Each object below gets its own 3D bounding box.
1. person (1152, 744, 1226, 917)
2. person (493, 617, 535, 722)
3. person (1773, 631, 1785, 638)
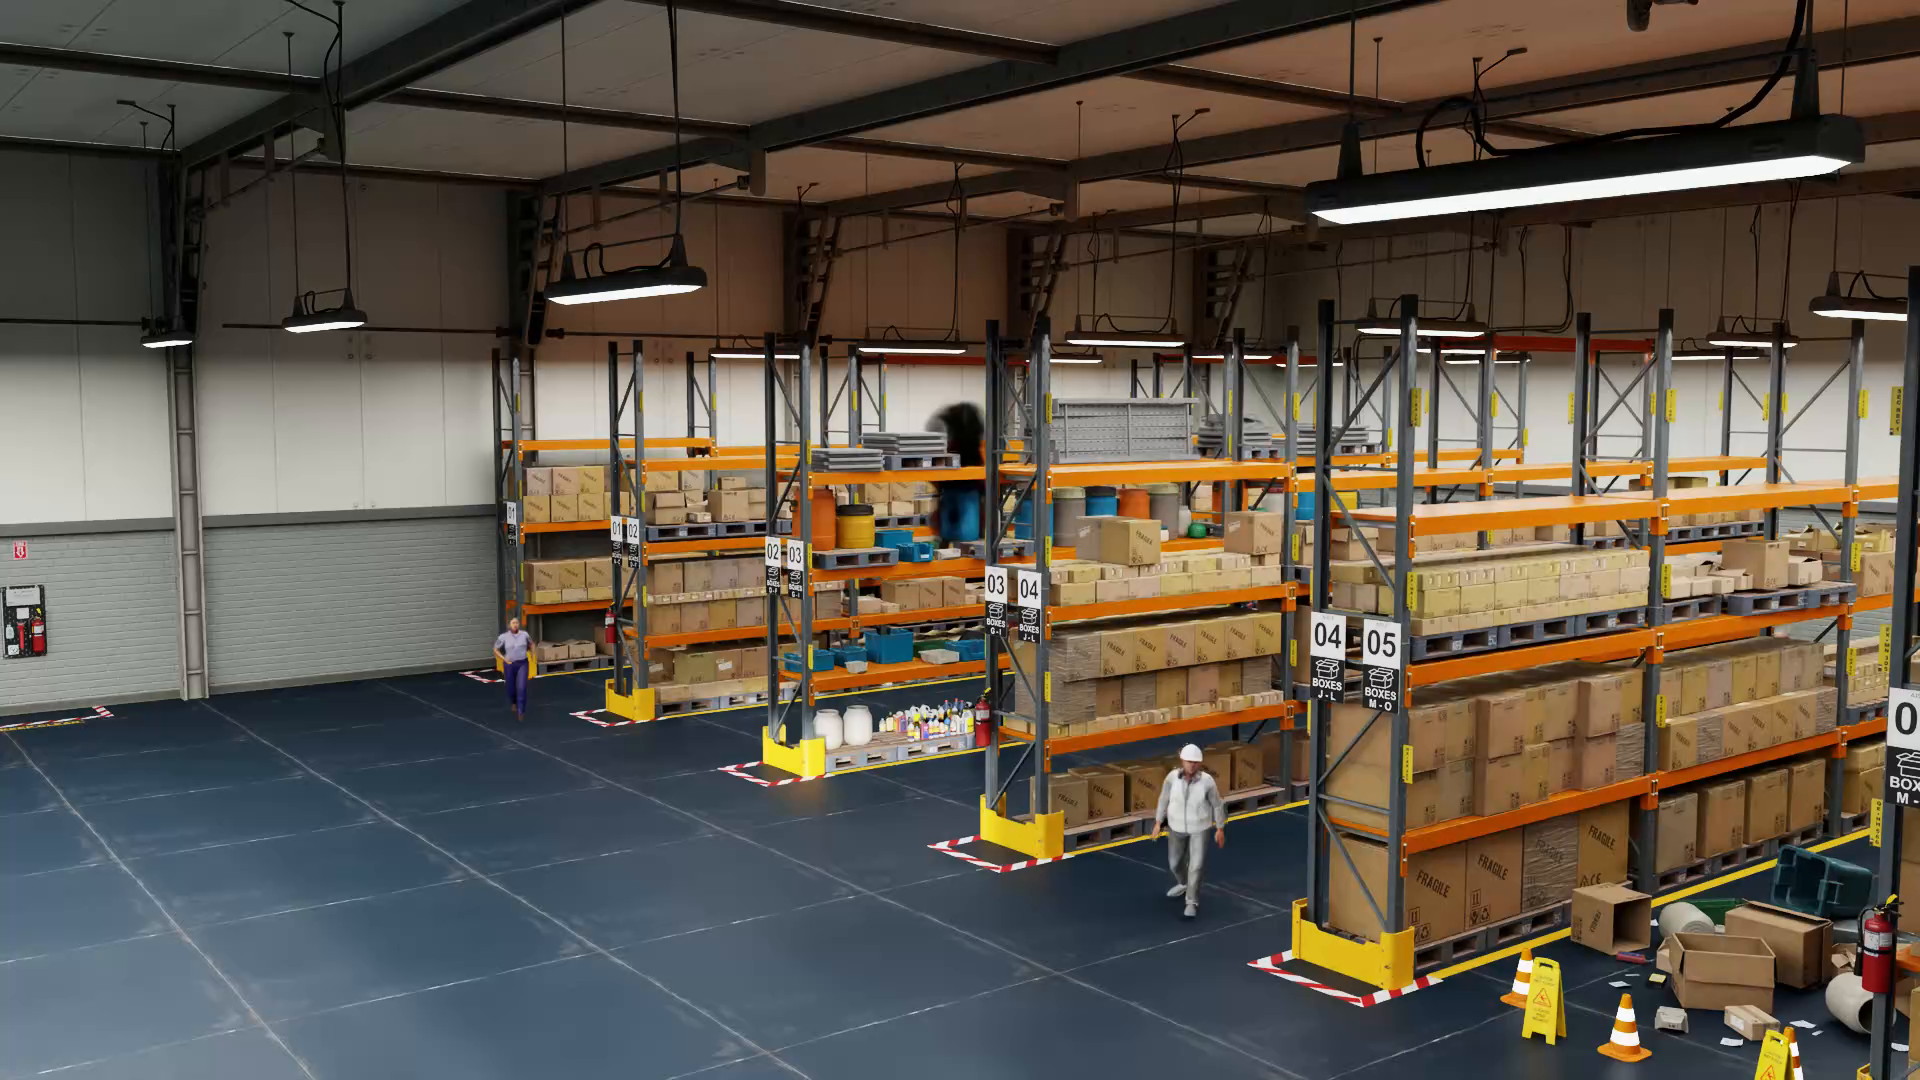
[{"bbox_3d":[2.326,2.861,16.682,0.731,1.713,0.820,2,5,18],"label":"person"},{"bbox_3d":[-7.086,2.050,26.504,0.656,1.665,0.742,-2,5,-22],"label":"person"},{"bbox_3d":[12.149,2.166,24.639,0.652,1.672,0.675,-2,5,-23],"label":"person"}]
